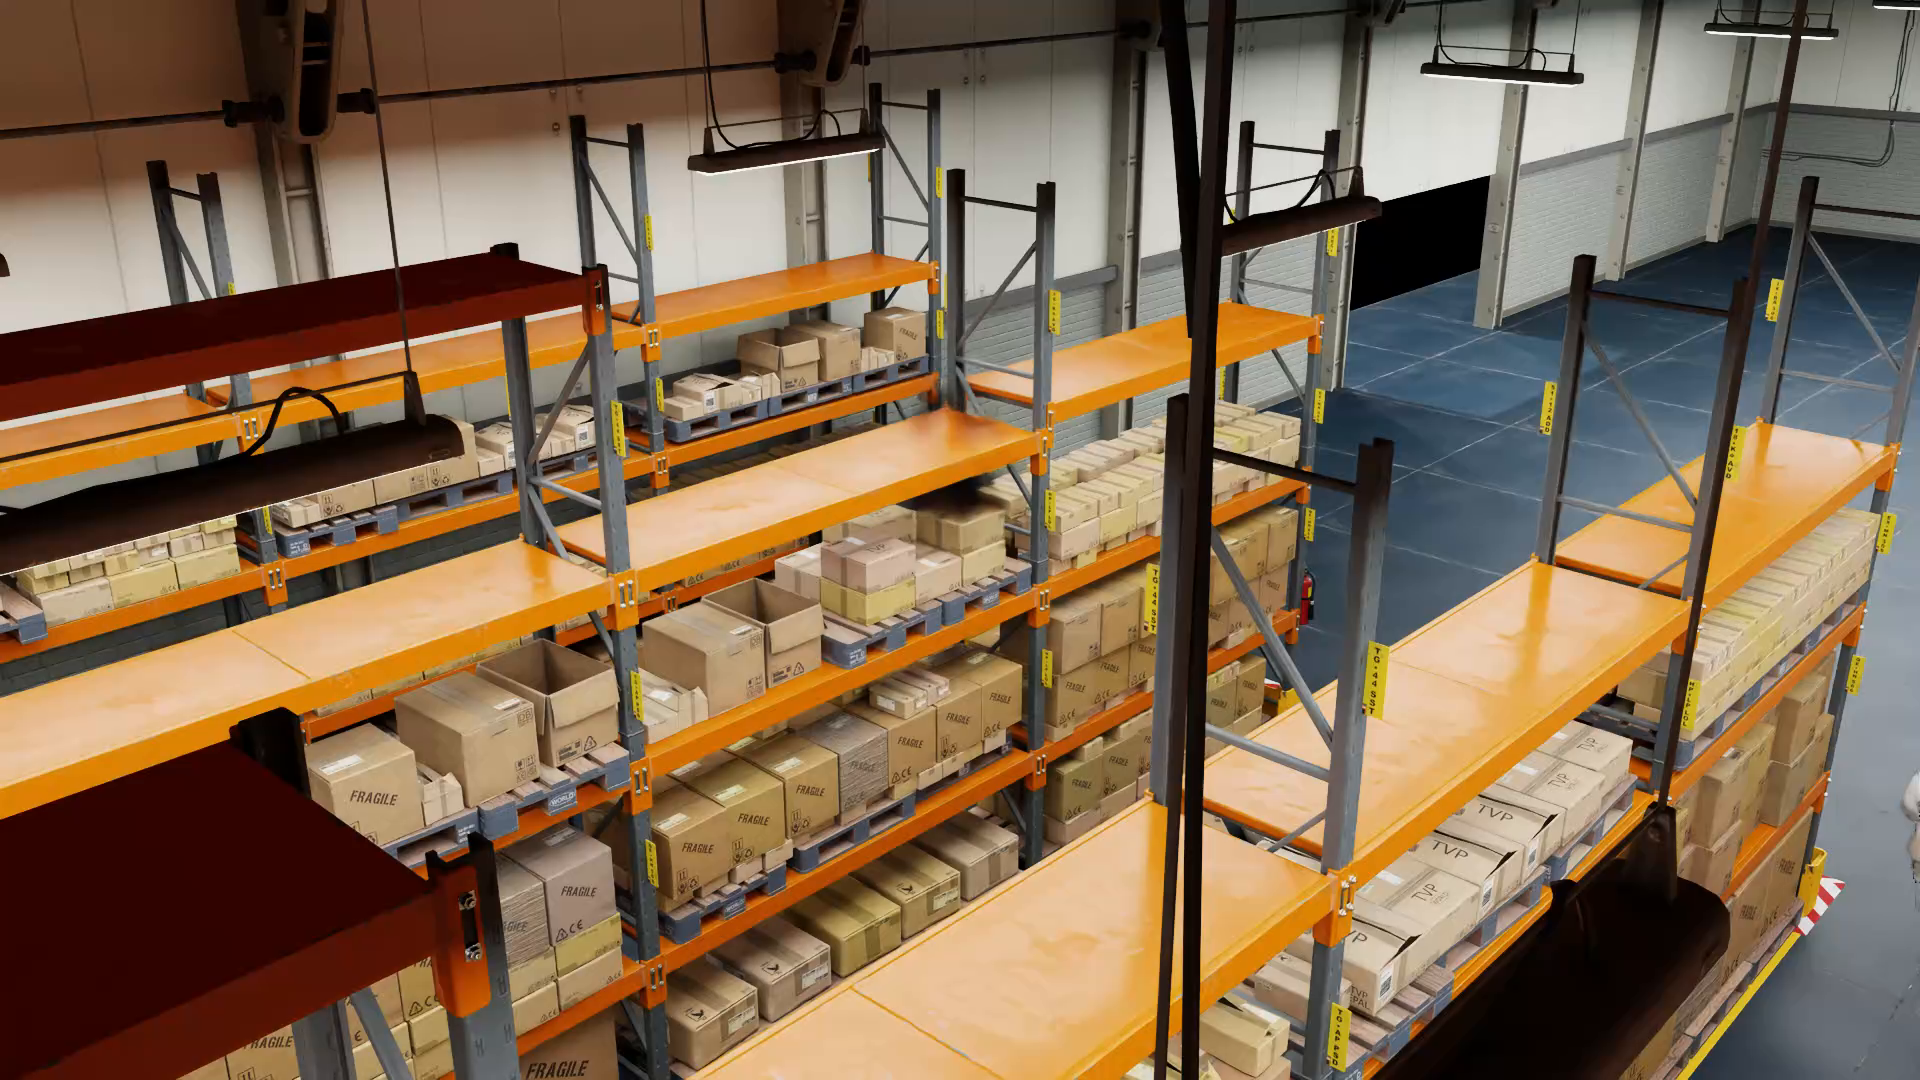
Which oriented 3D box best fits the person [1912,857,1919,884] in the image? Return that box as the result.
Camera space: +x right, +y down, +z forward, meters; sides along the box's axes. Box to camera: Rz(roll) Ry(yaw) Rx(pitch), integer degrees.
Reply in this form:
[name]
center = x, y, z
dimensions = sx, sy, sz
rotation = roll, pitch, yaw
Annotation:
[person]
center = 7.934, 2.513, 13.532
dimensions = 0.640, 1.476, 0.543
rotation = 6, 22, 15
